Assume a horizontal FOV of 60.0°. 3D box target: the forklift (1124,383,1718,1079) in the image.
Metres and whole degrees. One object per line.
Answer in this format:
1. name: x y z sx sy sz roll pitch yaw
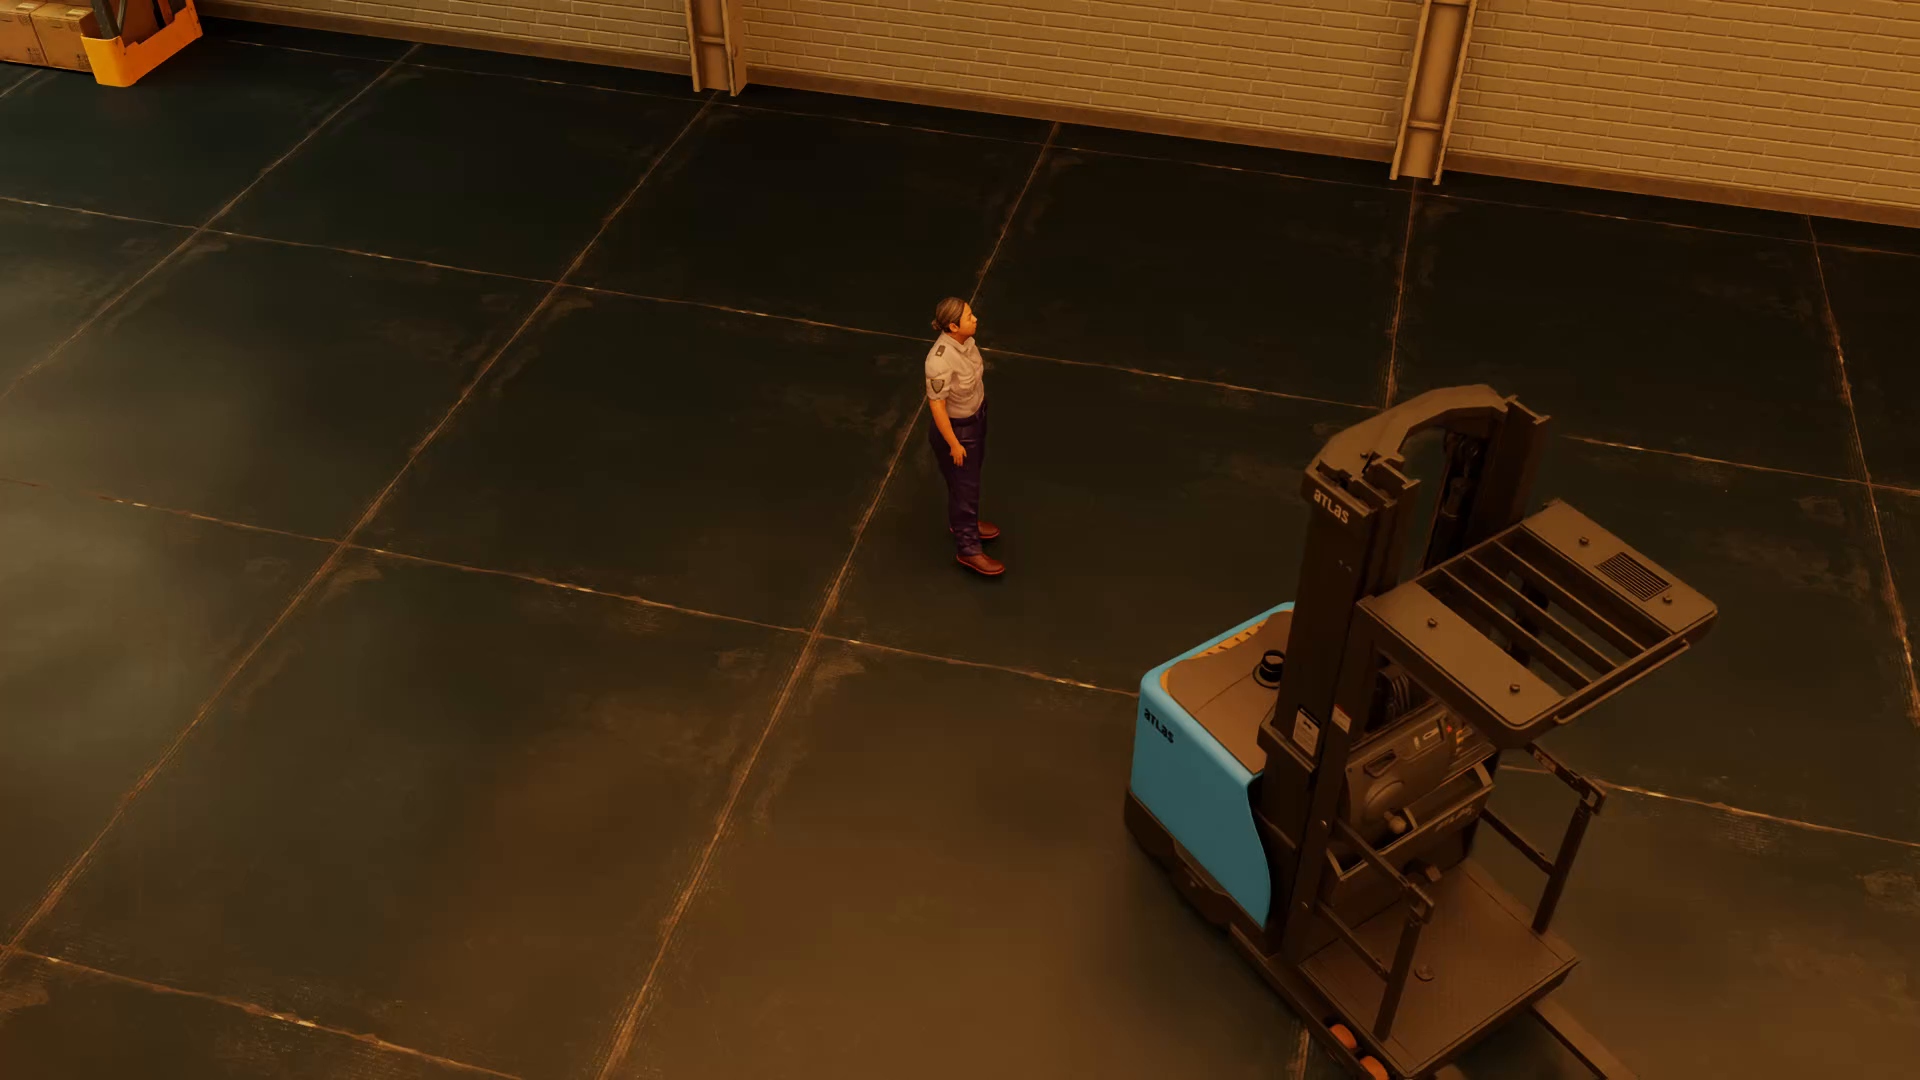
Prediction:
1. forklift: 2.060 0.967 6.758 1.130 2.935 3.031 -24 47 -25

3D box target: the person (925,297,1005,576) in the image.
1. person: 0.079 -0.622 9.472 0.503 1.651 0.585 10 42 11
